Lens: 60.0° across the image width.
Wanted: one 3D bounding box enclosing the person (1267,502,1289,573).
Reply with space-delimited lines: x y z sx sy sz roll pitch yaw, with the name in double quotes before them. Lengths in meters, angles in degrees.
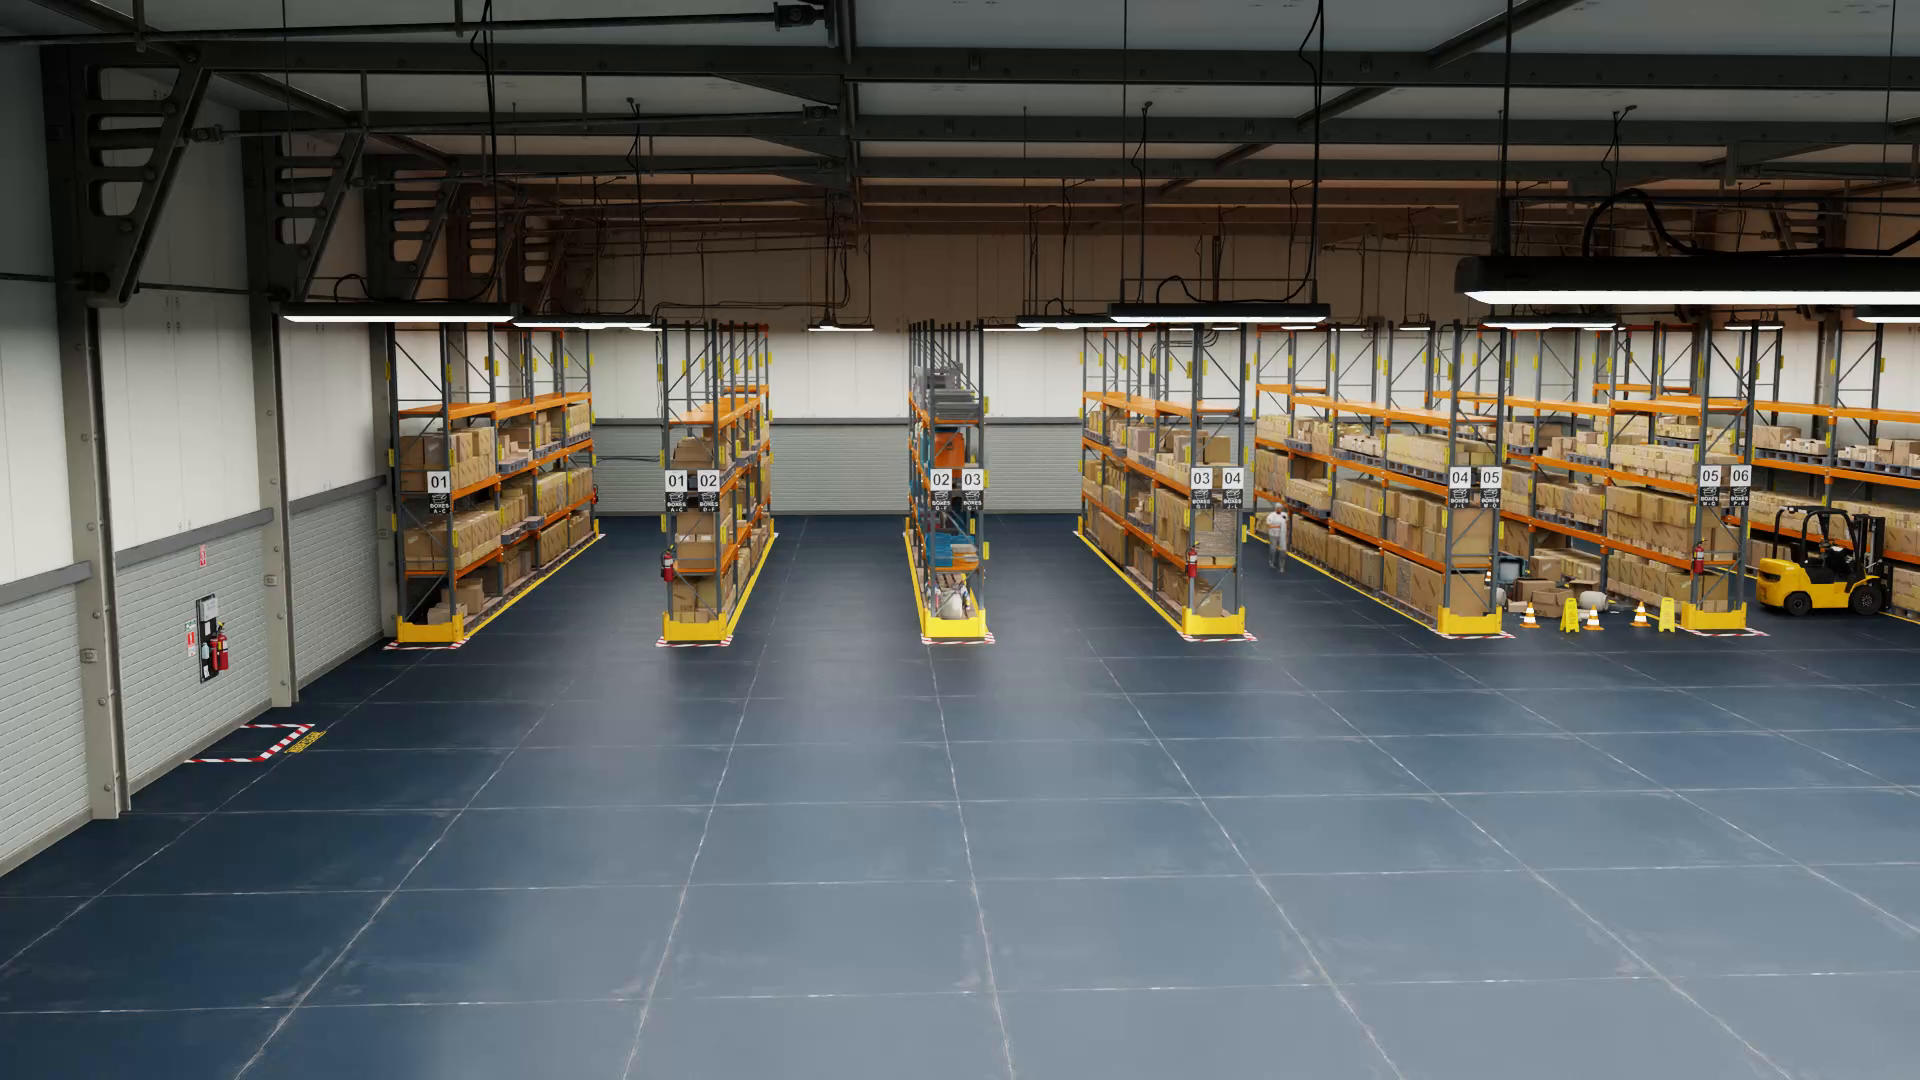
"person" 7.691 -0.061 40.238 0.586 1.723 0.825 0 7 0
